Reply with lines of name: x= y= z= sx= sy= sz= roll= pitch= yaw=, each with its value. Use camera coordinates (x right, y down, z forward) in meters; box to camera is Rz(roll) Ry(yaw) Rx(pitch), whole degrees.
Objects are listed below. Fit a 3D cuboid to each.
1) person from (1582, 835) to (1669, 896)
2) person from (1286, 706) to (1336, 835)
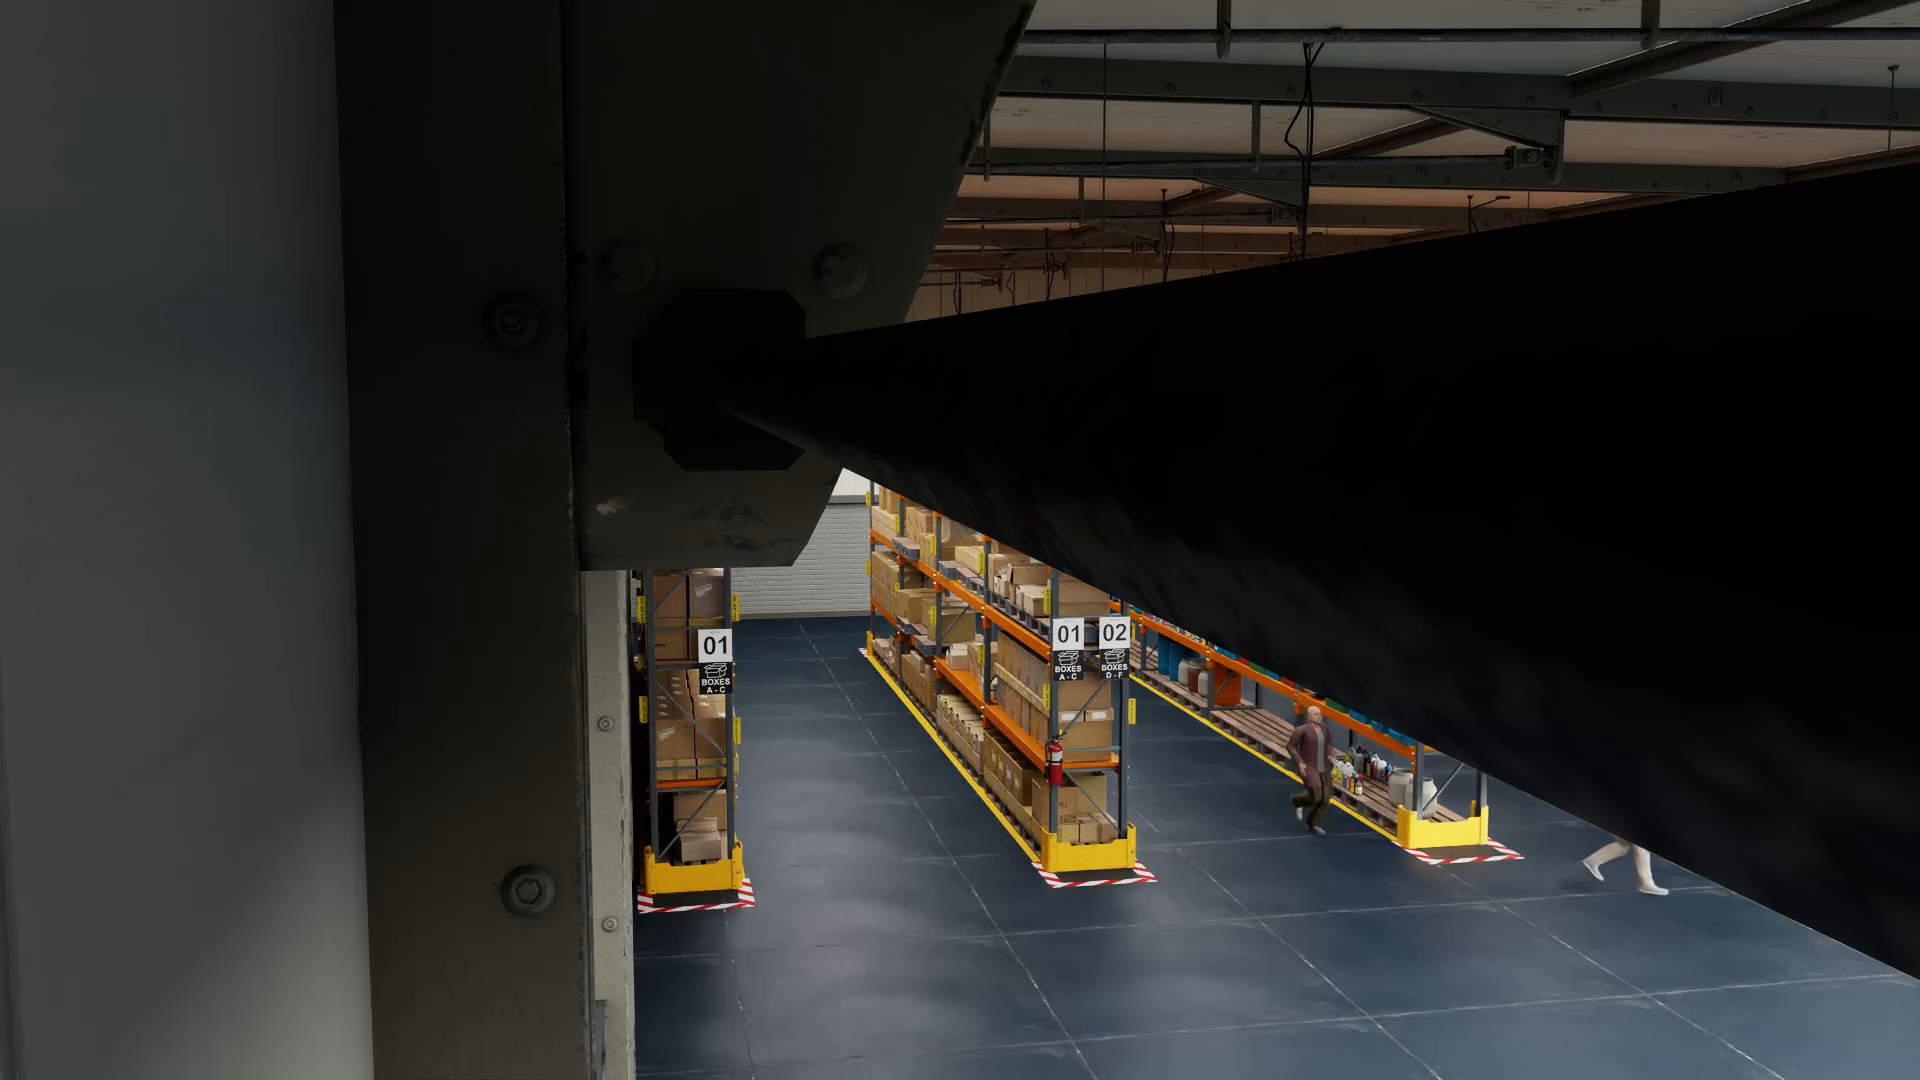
person: x=8.040 y=3.372 z=20.009 sx=0.962 sy=1.704 sz=0.668 roll=2 pitch=6 yaw=20
person: x=4.801 y=3.117 z=22.640 sx=0.709 sy=1.737 sz=0.640 roll=-3 pitch=7 yaw=-25
